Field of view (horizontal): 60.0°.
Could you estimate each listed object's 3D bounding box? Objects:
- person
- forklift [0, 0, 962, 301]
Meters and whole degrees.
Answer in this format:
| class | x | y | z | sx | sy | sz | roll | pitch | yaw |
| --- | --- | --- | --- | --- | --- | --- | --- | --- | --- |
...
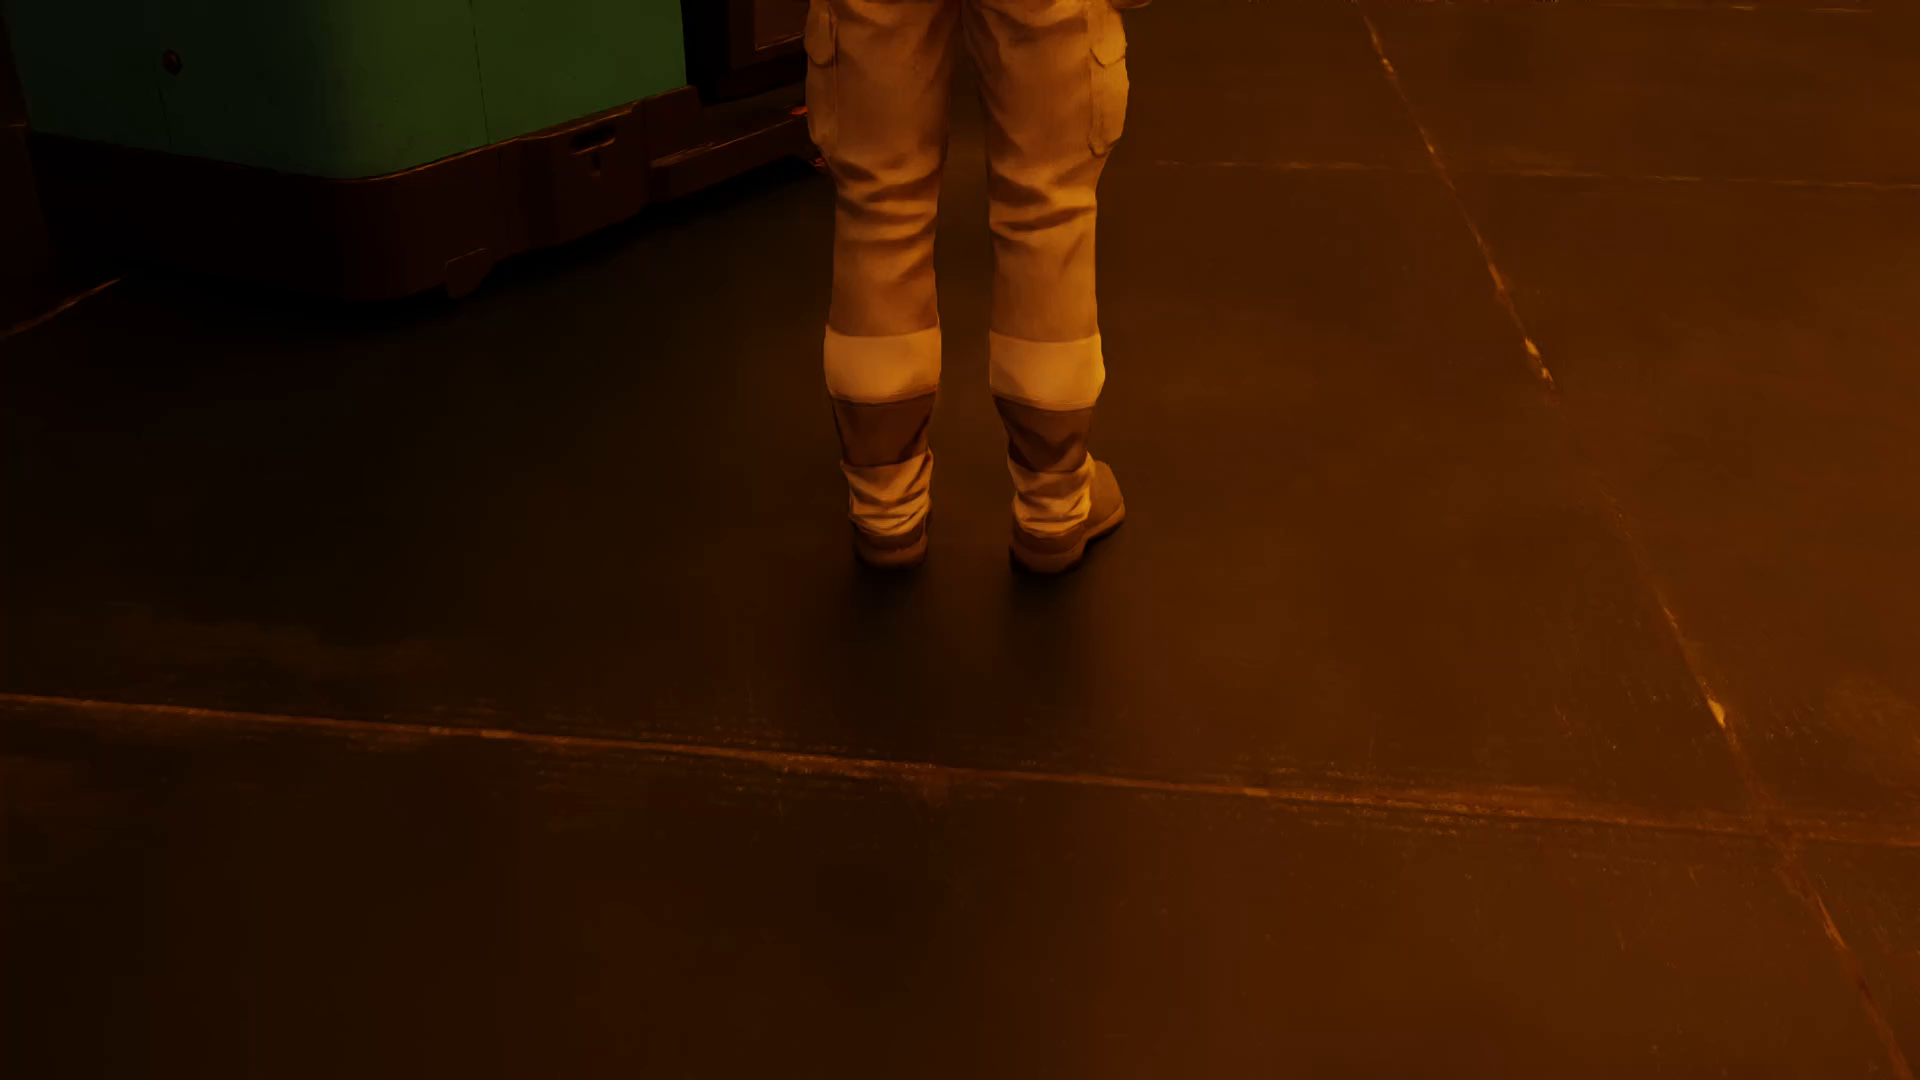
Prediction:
| class | x | y | z | sx | sy | sz | roll | pitch | yaw |
| --- | --- | --- | --- | --- | --- | --- | --- | --- | --- |
| person | 0.002 | -0.811 | 2.119 | 0.540 | 1.795 | 0.349 | 3 | 27 | 7 |
| forklift | -0.897 | -2.408 | 4.044 | 1.130 | 2.935 | 3.031 | 13 | 29 | 24 |
